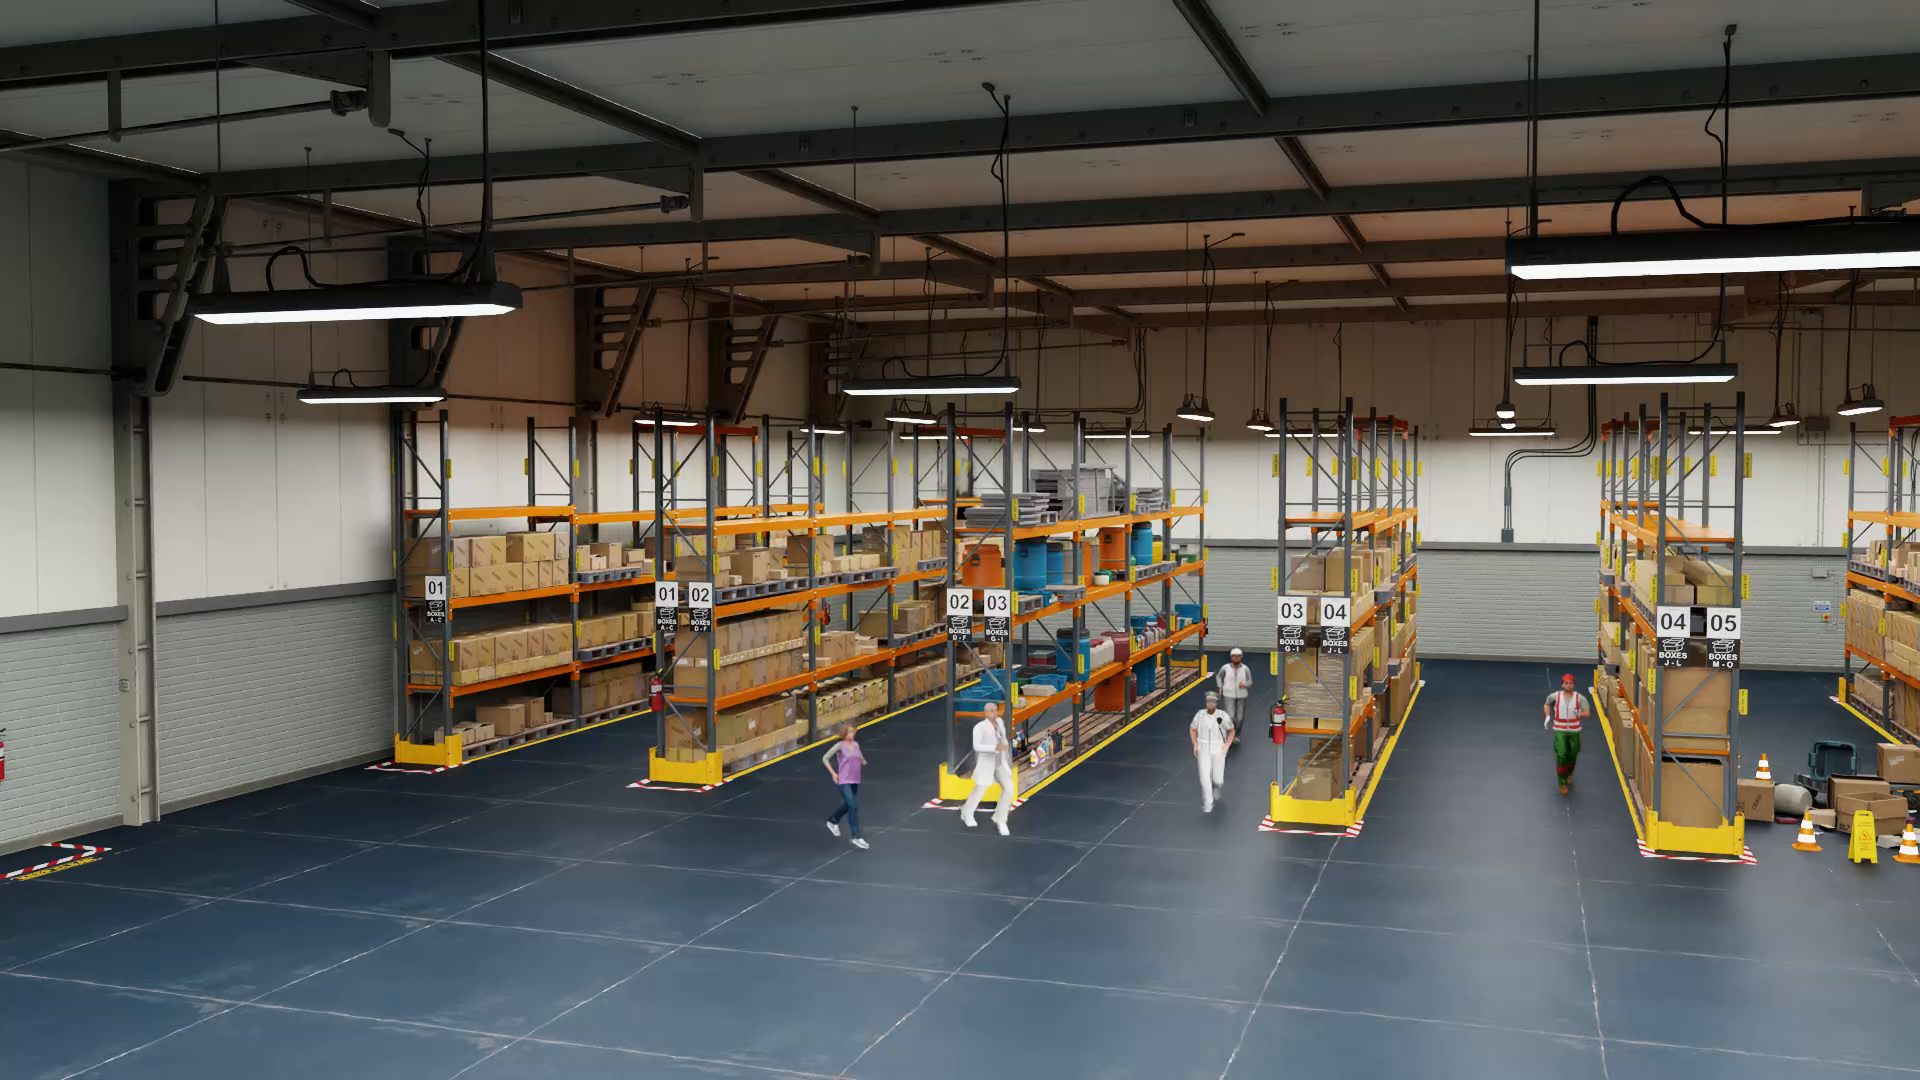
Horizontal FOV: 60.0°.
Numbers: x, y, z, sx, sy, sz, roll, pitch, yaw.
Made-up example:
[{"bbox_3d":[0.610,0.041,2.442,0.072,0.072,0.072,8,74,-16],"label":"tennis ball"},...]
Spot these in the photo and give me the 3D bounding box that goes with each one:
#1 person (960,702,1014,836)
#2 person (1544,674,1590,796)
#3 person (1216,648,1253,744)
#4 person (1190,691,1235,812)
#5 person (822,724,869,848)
[{"bbox_3d":[0.409,3.137,22.898,0.707,1.828,0.972,-2,3,-36],"label":"person"},{"bbox_3d":[9.397,2.977,25.747,0.650,1.810,0.925,1,3,13],"label":"person"},{"bbox_3d":[4.961,2.831,30.001,0.630,1.754,0.683,0,2,2],"label":"person"},{"bbox_3d":[3.710,3.087,24.497,0.672,1.746,0.653,1,3,15],"label":"person"},{"bbox_3d":[-1.498,3.231,22.070,0.878,1.596,0.531,2,3,41],"label":"person"}]
